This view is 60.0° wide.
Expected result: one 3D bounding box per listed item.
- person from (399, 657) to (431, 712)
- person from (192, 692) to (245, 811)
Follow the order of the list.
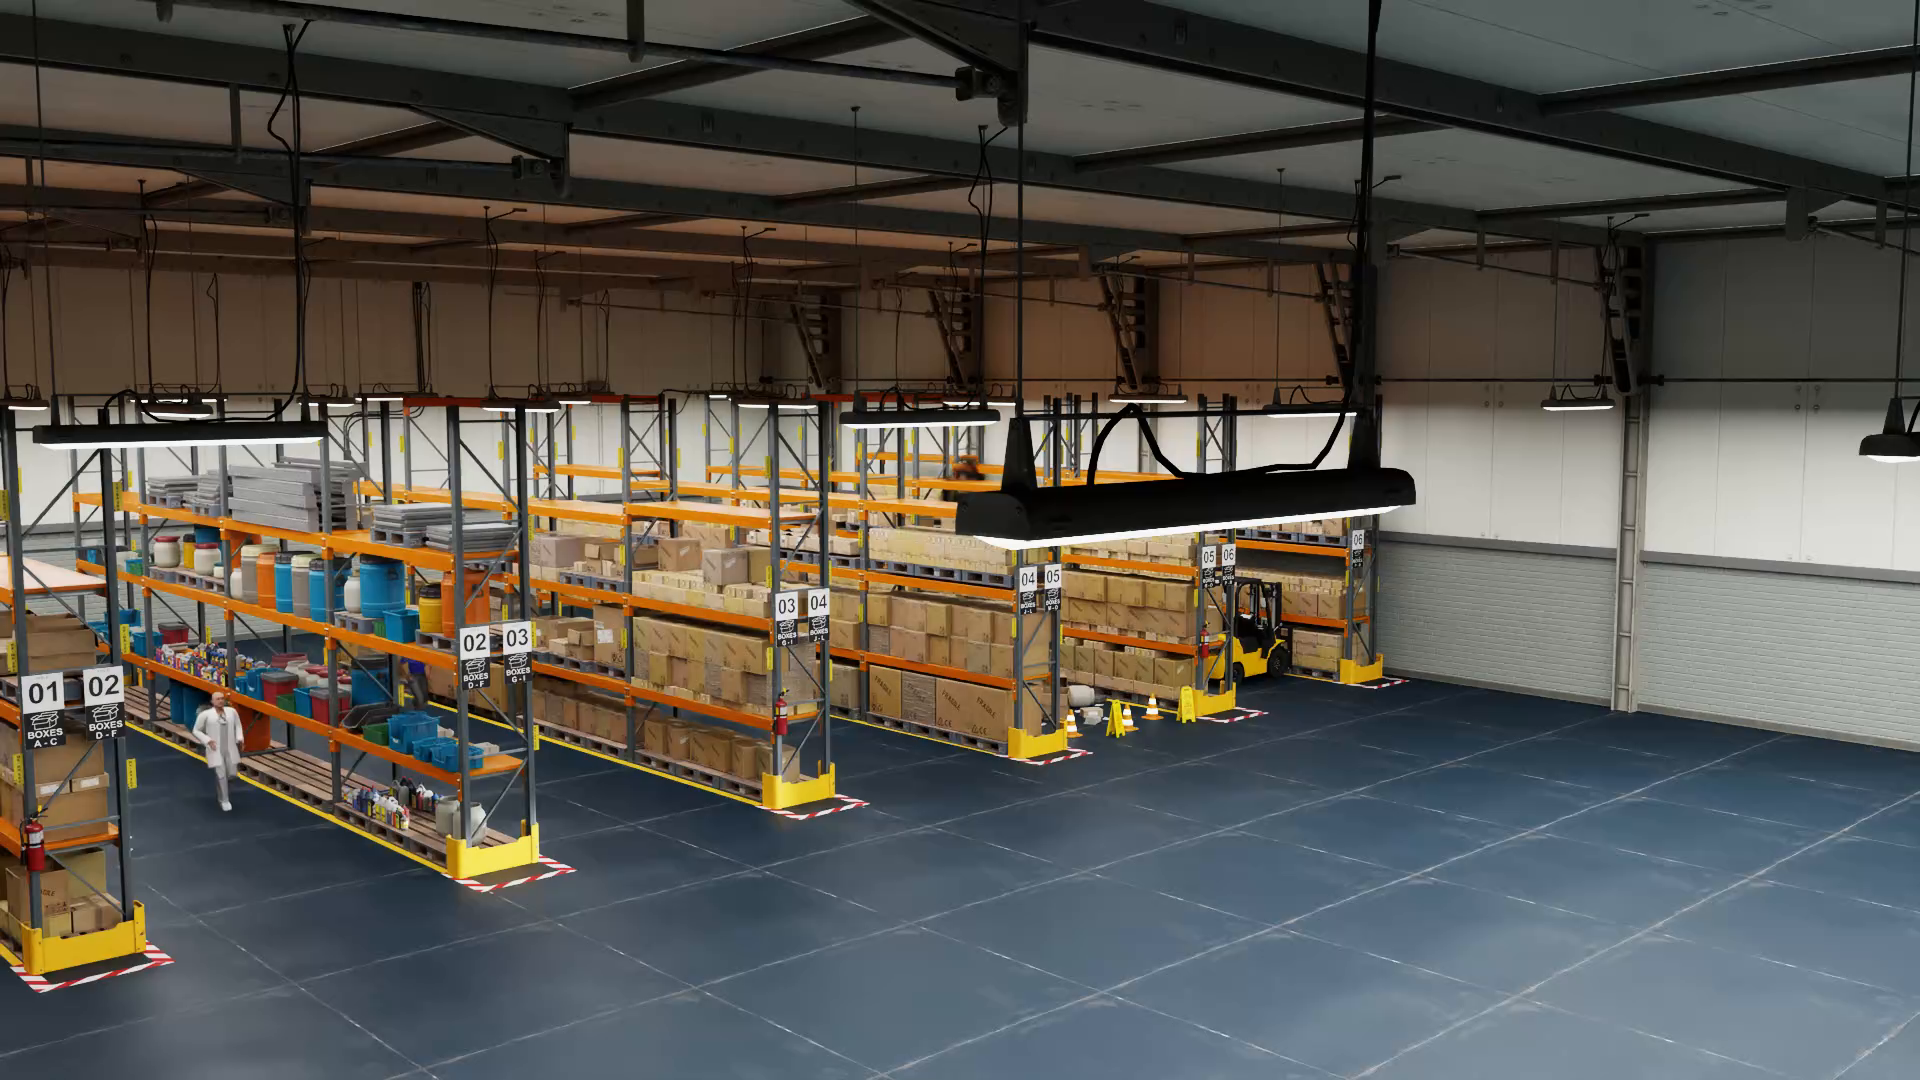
[{"bbox_3d":[-10.018,2.580,30.633,0.600,1.632,0.706,-5,7,-39],"label":"person"},{"bbox_3d":[-10.956,3.101,24.600,0.712,1.739,0.652,-5,7,-42],"label":"person"}]
